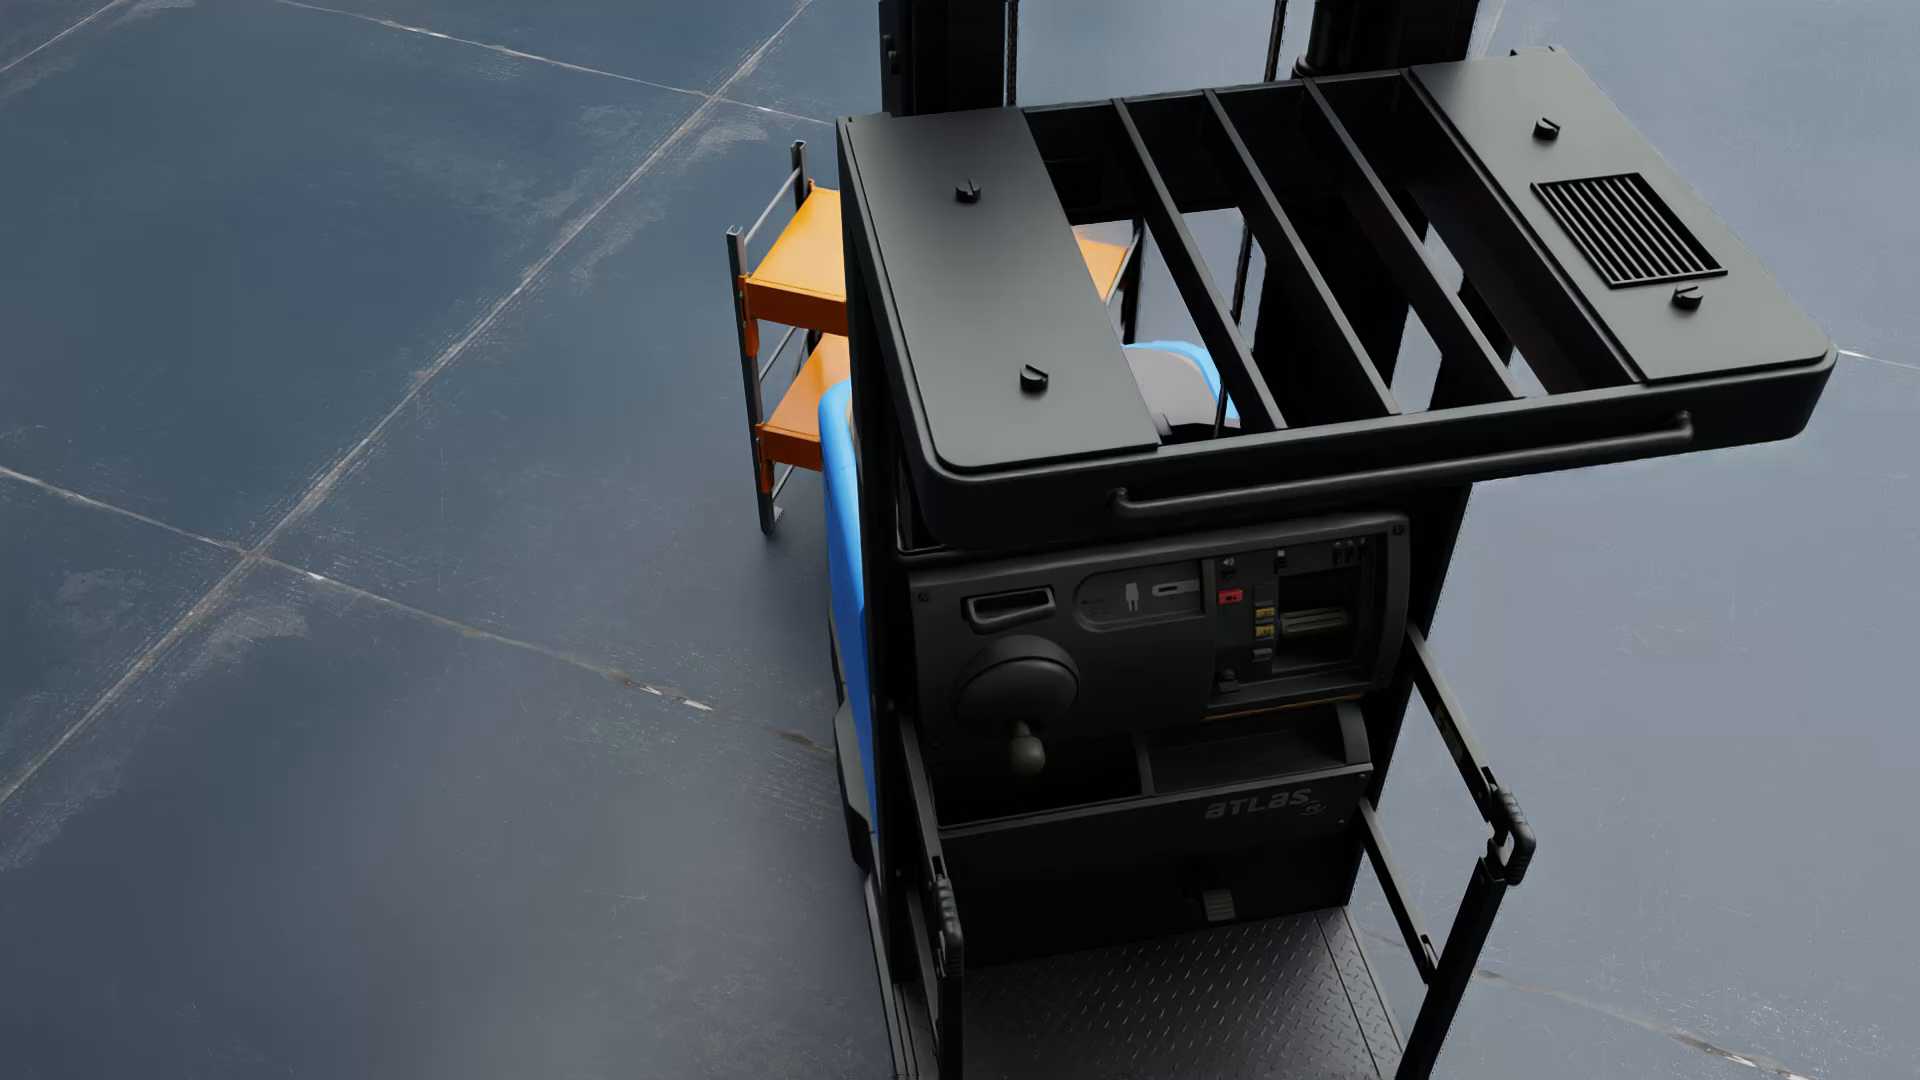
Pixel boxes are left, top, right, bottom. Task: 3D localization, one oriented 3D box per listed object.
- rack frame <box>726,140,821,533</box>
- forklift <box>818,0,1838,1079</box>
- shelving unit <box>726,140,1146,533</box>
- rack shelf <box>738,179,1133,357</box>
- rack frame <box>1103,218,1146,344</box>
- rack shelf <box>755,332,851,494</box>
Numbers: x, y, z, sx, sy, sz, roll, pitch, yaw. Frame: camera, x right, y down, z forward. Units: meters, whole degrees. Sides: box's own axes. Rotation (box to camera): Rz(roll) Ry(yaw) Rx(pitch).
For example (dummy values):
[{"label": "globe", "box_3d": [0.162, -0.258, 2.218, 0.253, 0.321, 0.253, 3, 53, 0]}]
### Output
[{"label": "rack frame", "box_3d": [-0.539, -0.592, 5.047, 0.032, 1.125, 0.500, 13, 46, 13]}, {"label": "forklift", "box_3d": [0.416, 0.279, 2.892, 1.130, 2.935, 3.031, -8, 45, -8]}, {"label": "shelving unit", "box_3d": [-0.056, -0.479, 4.934, 1.048, 1.125, 0.538, 13, 46, 13]}, {"label": "rack shelf", "box_3d": [-0.056, -0.687, 4.728, 1.000, 0.278, 0.538, 13, 46, 13]}, {"label": "rack frame", "box_3d": [0.426, -0.366, 4.820, 0.032, 1.125, 0.500, 13, 46, 13]}, {"label": "rack shelf", "box_3d": [-0.056, -0.306, 5.106, 1.000, 0.278, 0.538, 13, 46, 13]}]
